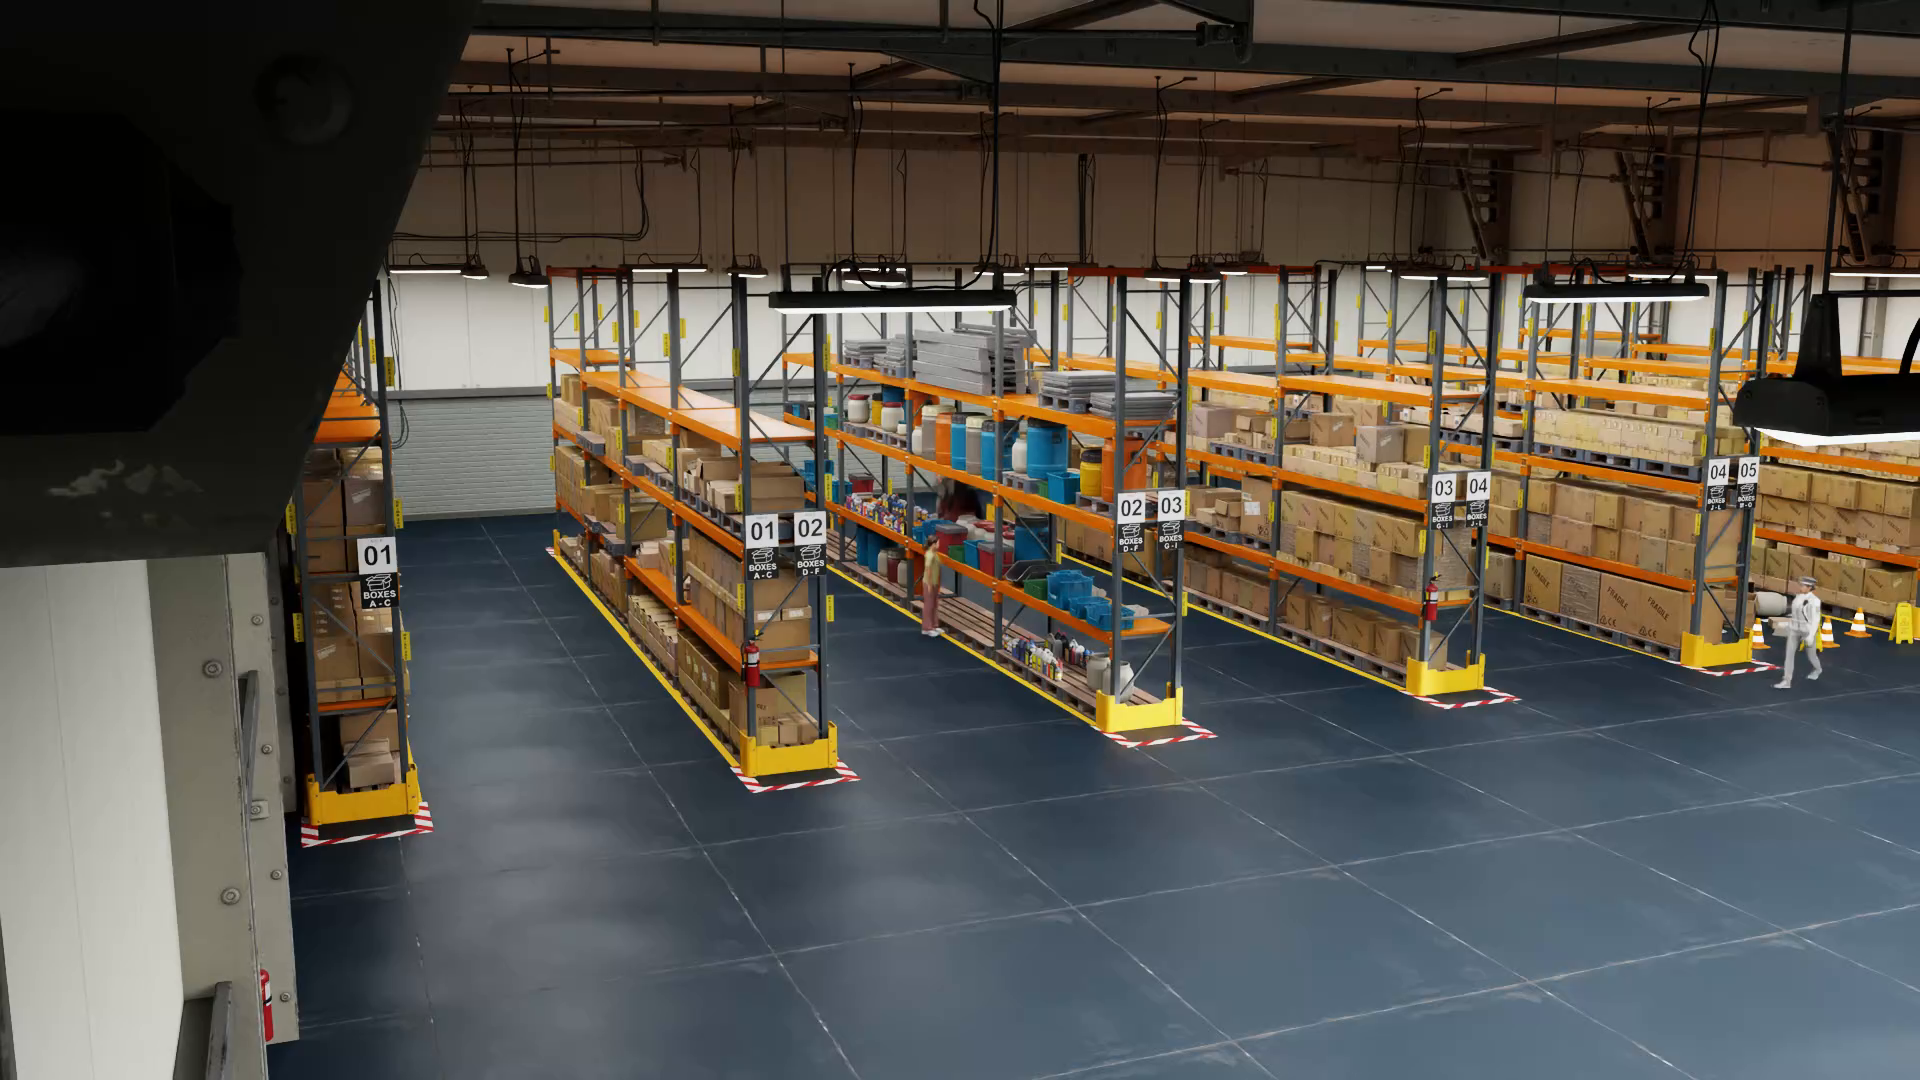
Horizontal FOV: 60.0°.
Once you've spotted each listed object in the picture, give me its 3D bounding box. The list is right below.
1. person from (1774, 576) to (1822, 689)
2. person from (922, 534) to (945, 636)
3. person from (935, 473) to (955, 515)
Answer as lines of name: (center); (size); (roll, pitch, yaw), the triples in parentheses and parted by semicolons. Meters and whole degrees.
person: (12.326, 1.331, 24.252); (0.957, 1.644, 0.446); (-10, 14, -44)
person: (-0.444, 0.737, 27.553); (0.381, 1.690, 0.463); (1, 10, 5)
person: (-0.304, -1.463, 40.121); (0.558, 1.745, 0.539); (-8, 13, -38)
